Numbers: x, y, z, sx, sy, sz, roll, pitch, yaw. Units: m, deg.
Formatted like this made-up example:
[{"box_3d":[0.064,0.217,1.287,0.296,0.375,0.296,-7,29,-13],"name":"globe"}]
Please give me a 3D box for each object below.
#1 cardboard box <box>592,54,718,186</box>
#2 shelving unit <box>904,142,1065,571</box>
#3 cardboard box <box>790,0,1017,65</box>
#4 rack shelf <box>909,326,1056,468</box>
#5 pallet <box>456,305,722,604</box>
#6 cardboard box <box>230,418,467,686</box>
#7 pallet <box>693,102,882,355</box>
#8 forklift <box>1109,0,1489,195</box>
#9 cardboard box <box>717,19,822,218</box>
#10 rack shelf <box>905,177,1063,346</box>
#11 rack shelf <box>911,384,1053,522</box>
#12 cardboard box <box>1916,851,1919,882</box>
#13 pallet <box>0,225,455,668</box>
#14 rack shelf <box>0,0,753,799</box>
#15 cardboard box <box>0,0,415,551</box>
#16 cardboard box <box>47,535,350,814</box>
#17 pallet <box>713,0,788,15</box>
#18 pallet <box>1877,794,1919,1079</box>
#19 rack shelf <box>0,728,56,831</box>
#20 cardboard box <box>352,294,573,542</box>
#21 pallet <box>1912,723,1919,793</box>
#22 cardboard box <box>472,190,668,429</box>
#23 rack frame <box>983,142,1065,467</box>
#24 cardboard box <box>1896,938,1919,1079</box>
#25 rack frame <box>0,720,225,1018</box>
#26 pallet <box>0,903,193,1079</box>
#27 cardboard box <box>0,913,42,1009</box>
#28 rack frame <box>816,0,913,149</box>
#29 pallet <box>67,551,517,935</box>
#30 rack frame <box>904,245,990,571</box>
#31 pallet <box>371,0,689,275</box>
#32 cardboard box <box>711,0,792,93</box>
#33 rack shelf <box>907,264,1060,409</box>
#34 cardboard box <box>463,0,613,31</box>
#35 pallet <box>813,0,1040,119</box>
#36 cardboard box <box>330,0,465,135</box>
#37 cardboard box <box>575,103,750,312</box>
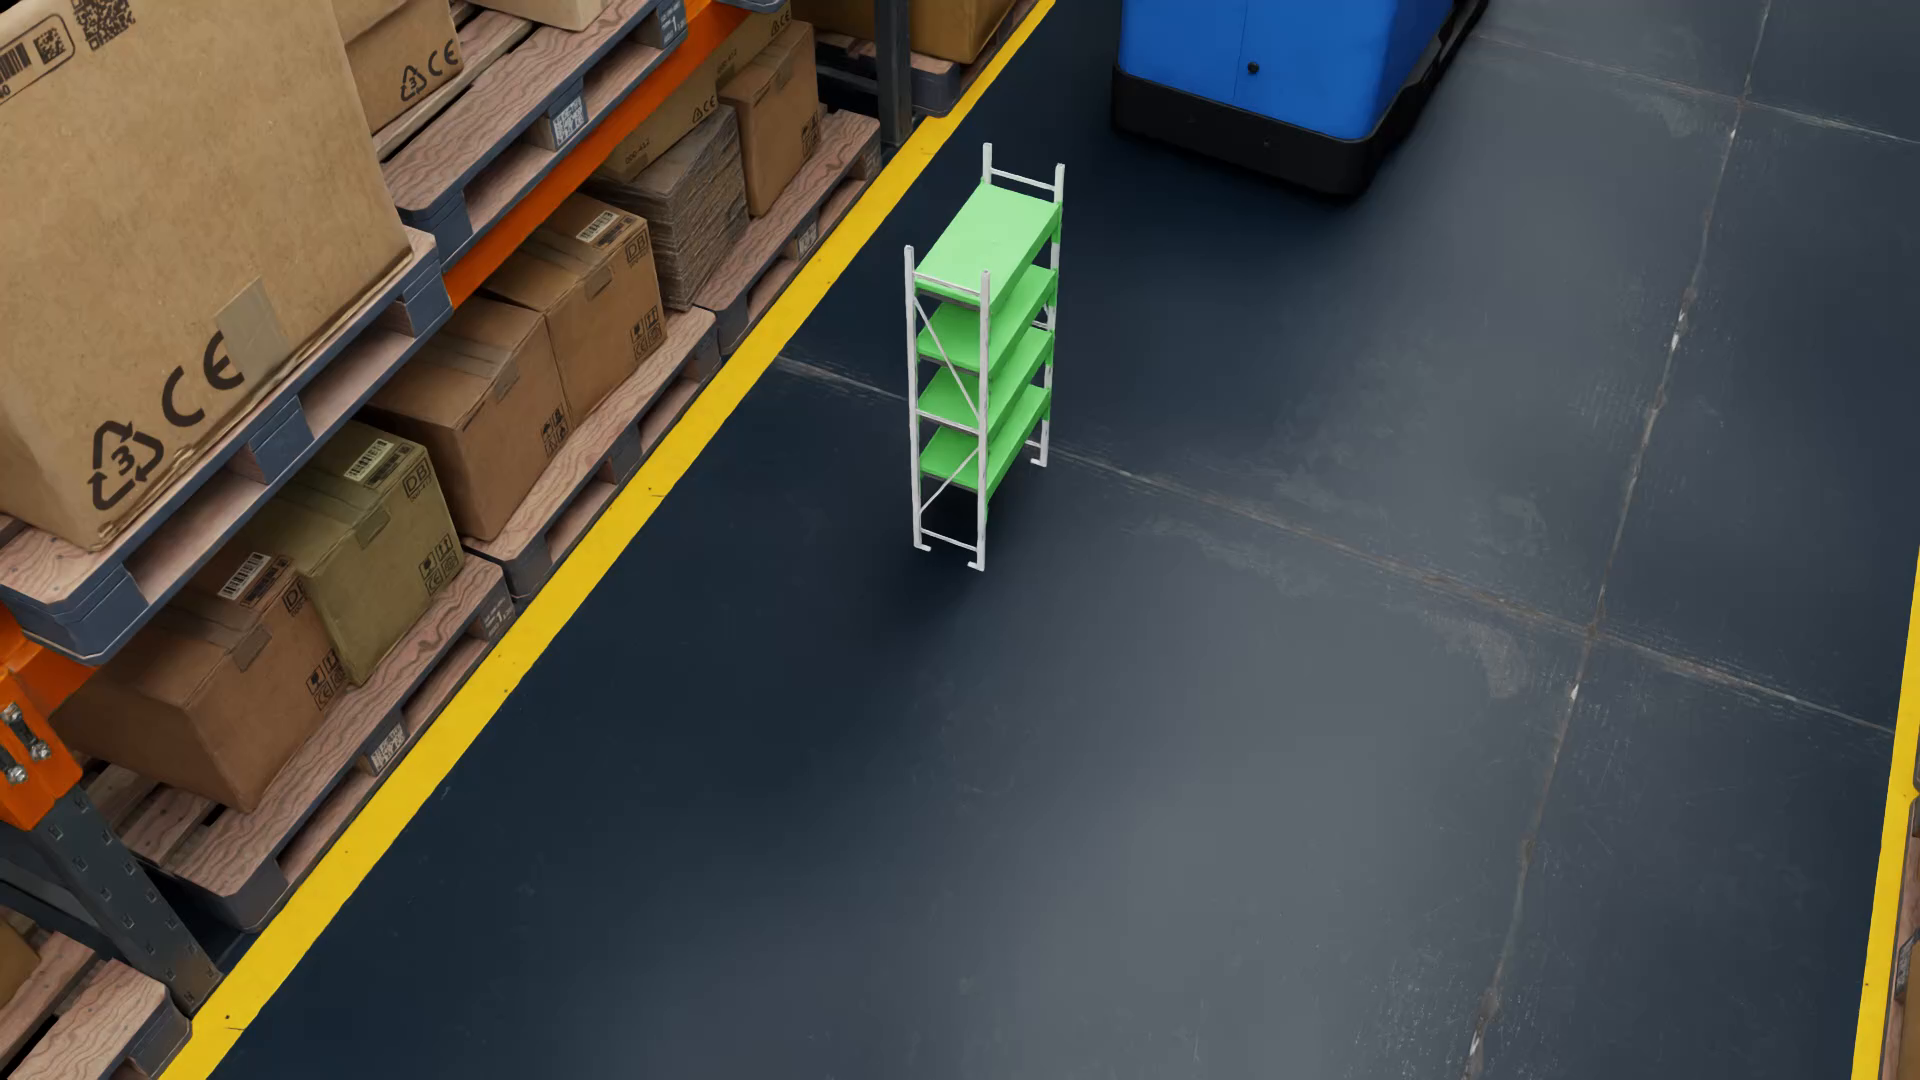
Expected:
[{"box_3d":[-1.142,-1.455,5.379,0.500,0.250,0.500,25,54,20],"name":"cardboard box"},{"box_3d":[0.071,-0.503,4.890,0.258,1.200,0.503,20,52,16],"name":"shelving unit"},{"box_3d":[-0.352,-2.635,6.642,1.225,0.875,0.875,18,52,14],"name":"cardboard box"},{"box_3d":[0.071,-0.461,4.939,0.258,0.148,0.480,20,52,16],"name":"rack shelf"},{"box_3d":[-1.524,-0.441,5.487,1.003,0.211,1.213,20,52,16],"name":"pallet"},{"box_3d":[-1.872,-0.036,4.663,0.700,0.500,0.500,20,52,16],"name":"cardboard box"},{"box_3d":[-1.001,-1.278,6.199,1.003,0.211,1.213,20,52,16],"name":"pallet"},{"box_3d":[1.741,-3.376,6.198,1.130,2.935,3.031,23,53,18],"name":"forklift"},{"box_3d":[-0.934,-1.584,5.981,0.700,0.500,0.500,17,52,14],"name":"cardboard box"},{"box_3d":[0.071,-0.772,4.573,0.258,0.148,0.480,20,52,16],"name":"rack shelf"},{"box_3d":[0.071,-0.306,5.121,0.258,0.148,0.480,20,52,16],"name":"rack shelf"},{"box_3d":[3.064,0.550,4.014,1.050,0.750,0.750,21,53,17],"name":"cardboard box"},{"box_3d":[-1.917,-0.382,3.731,1.003,0.211,1.213,20,52,16],"name":"pallet"},{"box_3d":[-1.520,-1.109,4.697,1.077,0.370,4.000,20,52,16],"name":"rack shelf"},{"box_3d":[-1.909,-0.797,3.289,1.000,1.000,1.000,20,53,16],"name":"cardboard box"},{"box_3d":[-2.093,0.287,4.389,0.700,0.500,0.500,16,52,13],"name":"cardboard box"},{"box_3d":[-0.874,-2.132,5.220,1.213,0.211,1.003,20,52,16],"name":"pallet"},{"box_3d":[2.848,1.223,4.071,1.003,0.211,1.213,20,52,16],"name":"pallet"},{"box_3d":[-3.229,1.645,2.353,1.077,0.370,4.000,20,52,16],"name":"rack shelf"},{"box_3d":[-1.634,-0.421,4.991,0.700,0.500,0.500,16,51,13],"name":"cardboard box"},{"box_3d":[3.370,0.386,4.783,1.003,0.211,1.213,20,52,16],"name":"pallet"},{"box_3d":[-1.395,-0.805,5.318,0.700,0.500,0.500,24,54,19],"name":"cardboard box"},{"box_3d":[0.175,-0.671,5.033,0.240,1.200,0.015,20,52,16],"name":"rack frame"},{"box_3d":[2.666,1.192,3.468,1.050,0.750,0.750,20,52,16],"name":"cardboard box"},{"box_3d":[-2.375,0.035,3.251,1.000,3.000,0.127,20,52,16],"name":"rack frame"},{"box_3d":[-2.630,1.413,3.909,1.003,0.211,1.213,20,52,16],"name":"pallet"},{"box_3d":[-2.582,0.971,3.819,0.500,0.500,0.500,18,52,15],"name":"cardboard box"},{"box_3d":[-0.666,-2.719,5.594,1.000,3.000,0.127,20,52,16],"name":"rack frame"},{"box_3d":[-2.044,0.402,4.769,1.003,0.211,1.213,20,52,16],"name":"pallet"},{"box_3d":[-0.034,-0.335,4.747,0.240,1.200,0.015,20,52,16],"name":"rack frame"},{"box_3d":[-1.475,-1.281,4.496,1.003,0.211,1.213,20,52,16],"name":"pallet"},{"box_3d":[-0.925,-1.824,5.692,0.500,0.250,0.500,22,53,18],"name":"cardboard box"},{"box_3d":[0.071,-0.617,4.756,0.258,0.148,0.480,20,52,16],"name":"rack shelf"},{"box_3d":[-1.134,-1.576,4.434,0.396,0.266,0.258,18,52,15],"name":"cardboard box"},{"box_3d":[-0.261,-2.334,7.098,1.003,0.211,1.213,20,52,16],"name":"pallet"},{"box_3d":[-1.718,-1.358,4.093,0.797,0.503,0.637,25,54,20],"name":"cardboard box"},{"box_3d":[-1.160,-1.198,5.652,0.700,0.500,0.500,16,51,13],"name":"cardboard box"}]
